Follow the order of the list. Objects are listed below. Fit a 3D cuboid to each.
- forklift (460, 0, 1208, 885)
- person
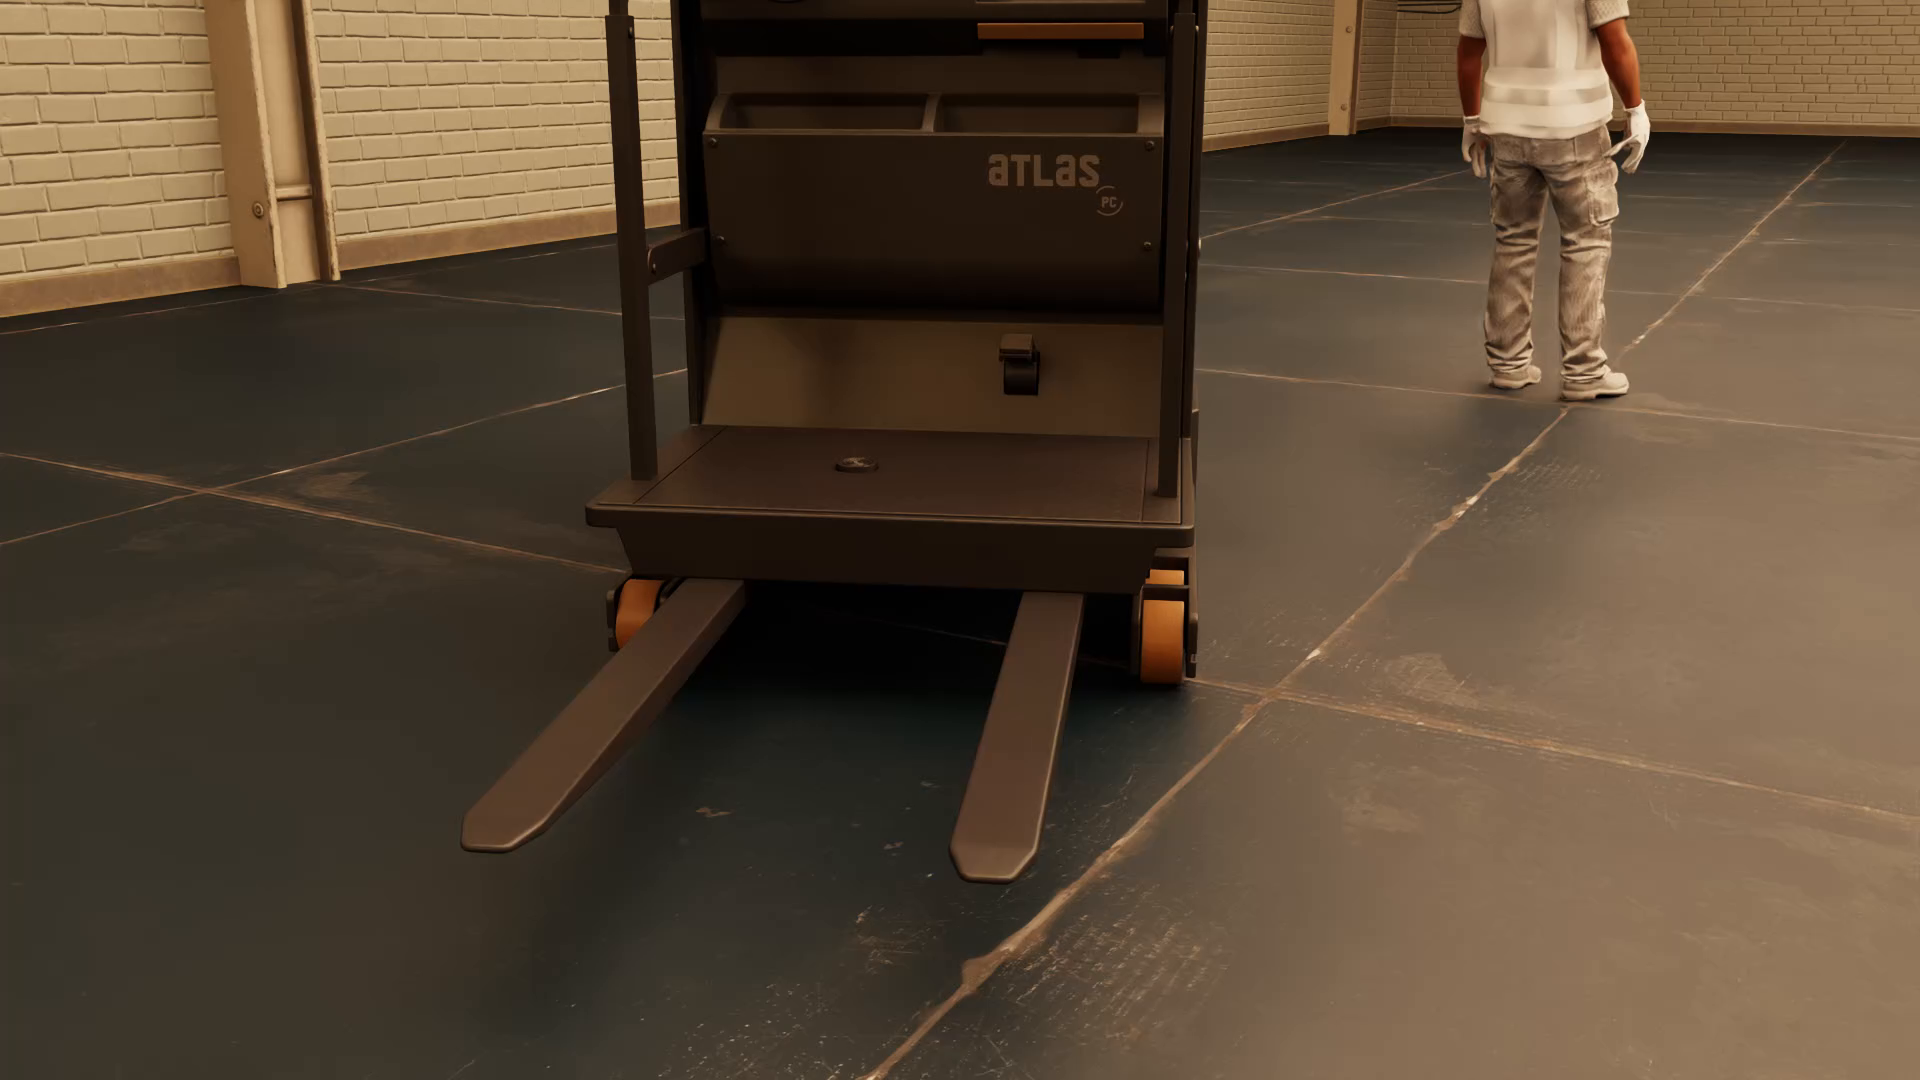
[{"bbox_3d":[-0.078,-1.236,3.048,1.130,2.935,3.031,2,17,7],"label":"forklift"},{"bbox_3d":[1.995,-1.376,5.568,0.503,1.795,0.650,-13,21,-38],"label":"person"}]
